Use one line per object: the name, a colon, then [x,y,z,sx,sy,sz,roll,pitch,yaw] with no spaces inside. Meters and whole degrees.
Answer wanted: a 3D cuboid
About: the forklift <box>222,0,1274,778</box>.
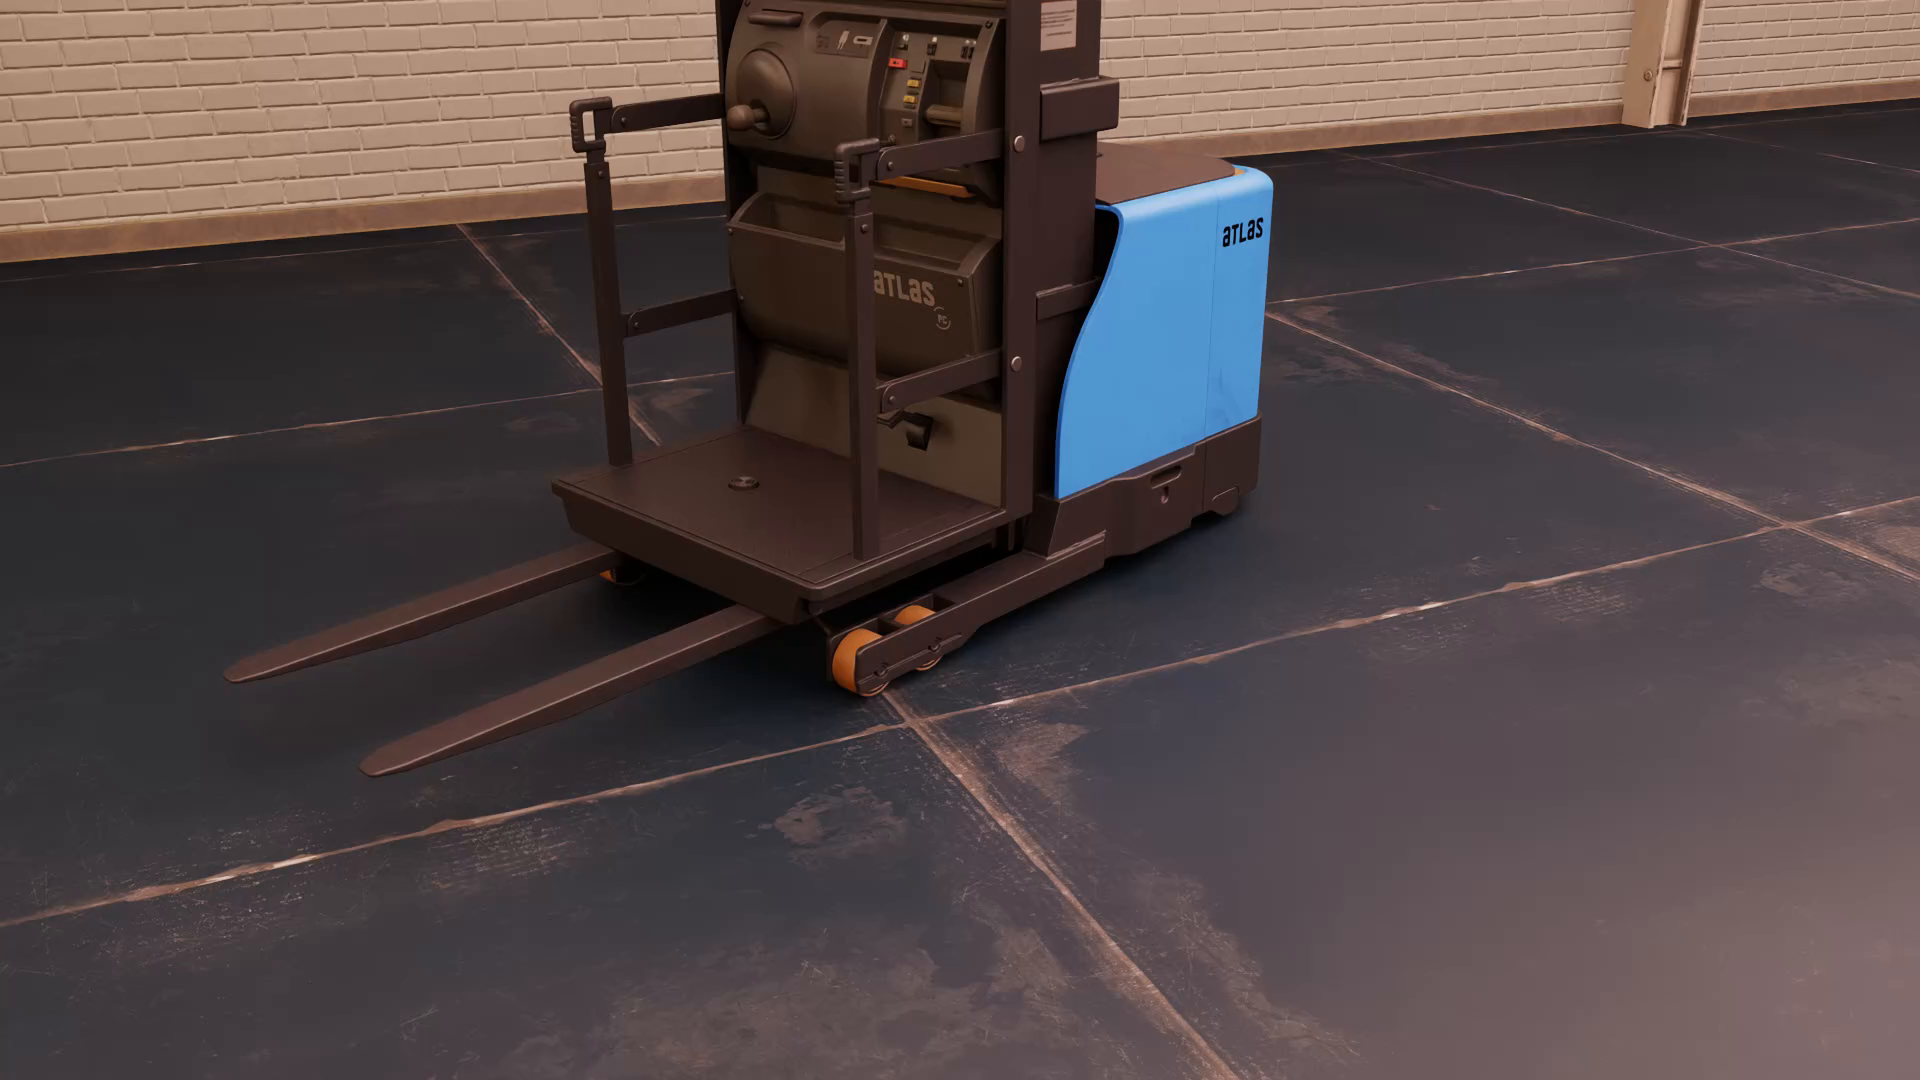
forklift: [-0.413,-1.182,4.131,1.130,2.935,3.031,19,29,39]
